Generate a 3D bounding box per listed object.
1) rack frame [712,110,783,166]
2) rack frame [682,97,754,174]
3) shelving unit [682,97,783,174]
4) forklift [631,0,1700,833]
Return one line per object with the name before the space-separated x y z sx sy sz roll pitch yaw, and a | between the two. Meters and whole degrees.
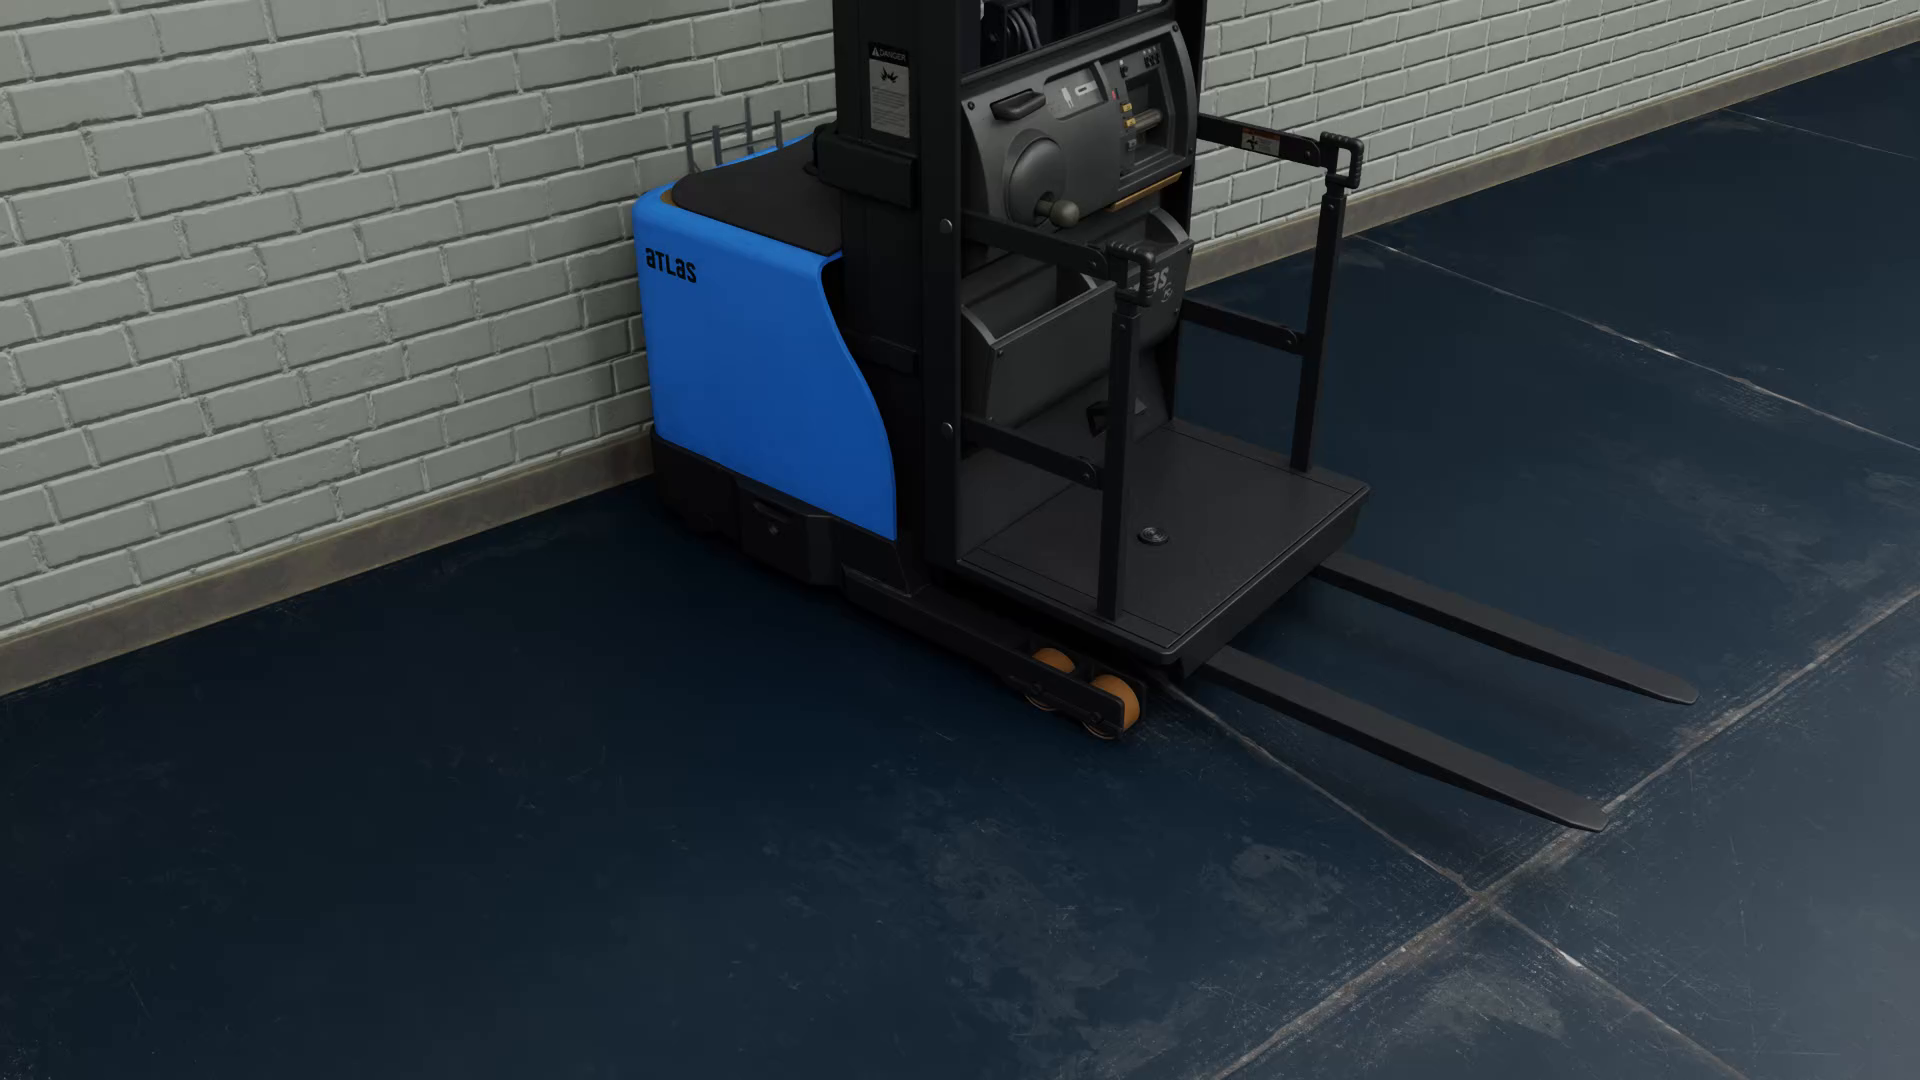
rack frame | -0.641 -0.777 5.387 0.240 1.200 0.006 -23 38 -31
rack frame | -0.753 -0.851 5.511 0.240 1.200 0.006 -23 38 -31
shelving unit | -0.697 -0.814 5.449 0.258 1.200 0.189 -23 38 -31
forklift | 0.488 -1.036 4.139 3.031 2.935 1.130 23 39 32
